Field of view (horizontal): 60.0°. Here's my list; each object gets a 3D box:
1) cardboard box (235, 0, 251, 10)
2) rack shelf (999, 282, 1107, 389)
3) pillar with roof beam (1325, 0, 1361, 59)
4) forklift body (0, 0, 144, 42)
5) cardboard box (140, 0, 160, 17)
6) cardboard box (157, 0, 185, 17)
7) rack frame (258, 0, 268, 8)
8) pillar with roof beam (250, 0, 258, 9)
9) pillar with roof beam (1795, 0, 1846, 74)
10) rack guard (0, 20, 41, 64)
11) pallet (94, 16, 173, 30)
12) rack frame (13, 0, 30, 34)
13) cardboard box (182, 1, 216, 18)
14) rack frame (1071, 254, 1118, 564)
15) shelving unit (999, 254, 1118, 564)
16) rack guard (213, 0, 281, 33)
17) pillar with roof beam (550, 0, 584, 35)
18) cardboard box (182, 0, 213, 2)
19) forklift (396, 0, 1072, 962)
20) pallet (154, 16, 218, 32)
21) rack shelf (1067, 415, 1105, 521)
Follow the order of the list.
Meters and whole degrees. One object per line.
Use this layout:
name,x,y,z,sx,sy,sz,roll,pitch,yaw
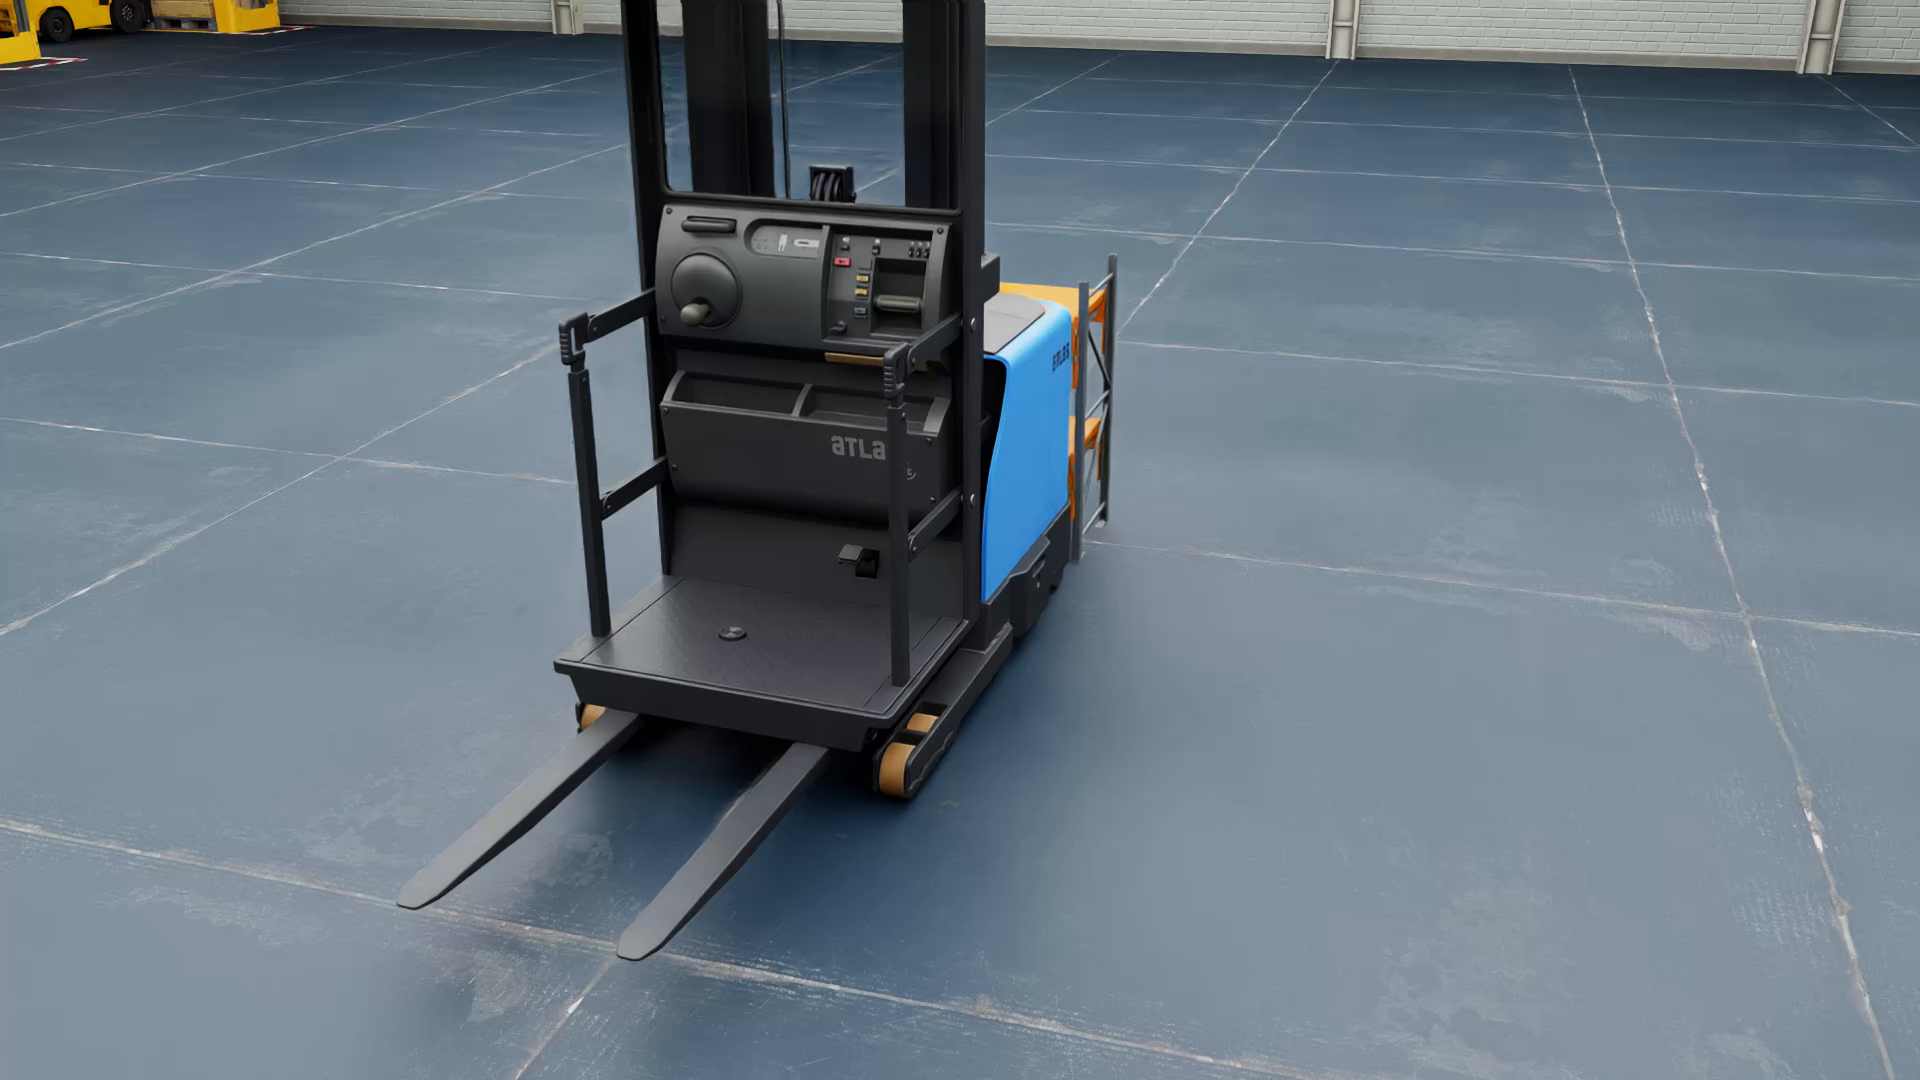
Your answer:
cardboard box,-11.944,-8.712,27.127,0.500,0.250,0.500,7,23,16
rack shelf,0.048,-0.850,6.589,1.000,0.278,0.538,7,23,17
pillar with roof beam,4.053,-9.307,17.603,0.400,9.000,9.100,7,23,16
forklift body,-13.872,-8.818,25.432,1.214,2.155,2.313,7,23,16
cardboard box,-13.021,-8.640,26.951,0.500,0.250,0.500,7,23,16
cardboard box,-12.544,-8.582,26.810,0.500,0.250,0.500,7,23,15
rack frame,-11.530,-9.665,26.381,0.127,3.000,1.000,7,23,16
pillar with roof beam,-13.180,-11.281,22.413,0.400,9.000,9.100,7,23,16
pillar with roof beam,9.797,-8.650,15.999,0.400,9.000,9.100,7,23,16
rack guard,-13.033,-6.713,22.478,0.348,0.500,1.175,7,23,16
pallet,-13.438,-8.578,27.405,1.213,0.211,1.003,7,23,15
rack frame,-12.960,-7.862,21.983,0.127,3.000,1.000,7,23,16
cardboard box,-12.071,-8.524,26.668,0.500,0.250,0.500,7,23,16
rack frame,0.530,-0.518,6.552,0.032,1.125,0.500,7,23,17
shelving unit,0.048,-0.579,6.700,1.048,1.125,0.538,7,23,17
rack guard,-11.507,-8.506,26.848,0.348,0.500,1.175,7,23,16
pillar with roof beam,-7.435,-10.623,20.810,0.400,9.000,9.100,7,23,16
cardboard box,-12.086,-8.759,26.581,0.500,0.250,0.500,6,23,15
forklift,-0.550,-0.767,4.777,1.130,2.935,3.031,8,24,18
pallet,-12.274,-8.444,27.077,1.213,0.211,1.003,7,23,16
rack shelf,0.048,-0.353,6.793,1.000,0.278,0.538,7,23,17
